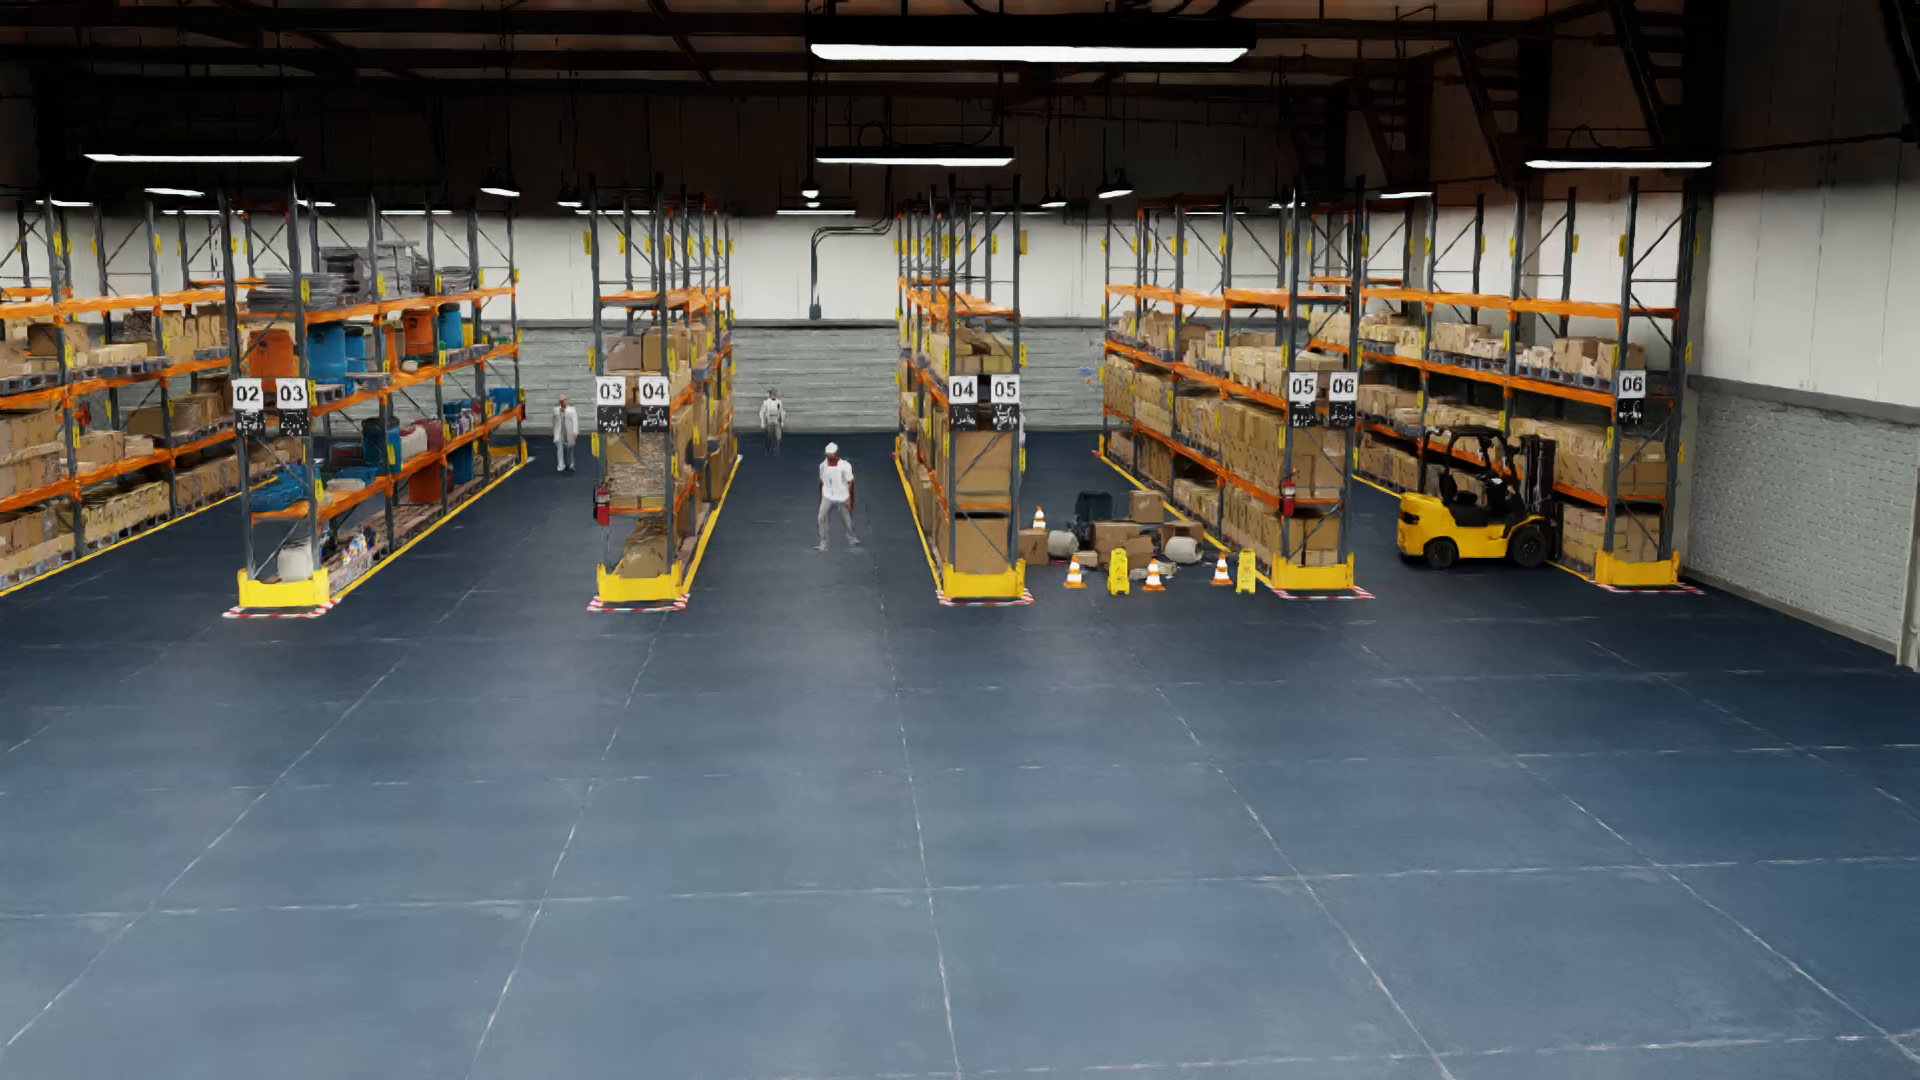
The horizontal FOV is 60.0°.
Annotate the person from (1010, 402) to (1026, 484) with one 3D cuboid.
[{"bbox_3d":[1.138,-2.088,35.358,0.499,1.771,0.578,5,11,25],"label":"person"}]

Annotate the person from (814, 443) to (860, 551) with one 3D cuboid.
[{"bbox_3d":[-1.942,-0.693,26.120,0.618,1.698,0.960,3,10,16],"label":"person"}]

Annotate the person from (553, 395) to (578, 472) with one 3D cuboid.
[{"bbox_3d":[-8.856,-2.404,37.330,0.603,1.725,1.110,-1,10,-6],"label":"person"}]

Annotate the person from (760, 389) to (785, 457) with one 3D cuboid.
[{"bbox_3d":[-4.524,-2.842,40.089,0.616,1.642,0.656,-2,10,-13],"label":"person"}]
